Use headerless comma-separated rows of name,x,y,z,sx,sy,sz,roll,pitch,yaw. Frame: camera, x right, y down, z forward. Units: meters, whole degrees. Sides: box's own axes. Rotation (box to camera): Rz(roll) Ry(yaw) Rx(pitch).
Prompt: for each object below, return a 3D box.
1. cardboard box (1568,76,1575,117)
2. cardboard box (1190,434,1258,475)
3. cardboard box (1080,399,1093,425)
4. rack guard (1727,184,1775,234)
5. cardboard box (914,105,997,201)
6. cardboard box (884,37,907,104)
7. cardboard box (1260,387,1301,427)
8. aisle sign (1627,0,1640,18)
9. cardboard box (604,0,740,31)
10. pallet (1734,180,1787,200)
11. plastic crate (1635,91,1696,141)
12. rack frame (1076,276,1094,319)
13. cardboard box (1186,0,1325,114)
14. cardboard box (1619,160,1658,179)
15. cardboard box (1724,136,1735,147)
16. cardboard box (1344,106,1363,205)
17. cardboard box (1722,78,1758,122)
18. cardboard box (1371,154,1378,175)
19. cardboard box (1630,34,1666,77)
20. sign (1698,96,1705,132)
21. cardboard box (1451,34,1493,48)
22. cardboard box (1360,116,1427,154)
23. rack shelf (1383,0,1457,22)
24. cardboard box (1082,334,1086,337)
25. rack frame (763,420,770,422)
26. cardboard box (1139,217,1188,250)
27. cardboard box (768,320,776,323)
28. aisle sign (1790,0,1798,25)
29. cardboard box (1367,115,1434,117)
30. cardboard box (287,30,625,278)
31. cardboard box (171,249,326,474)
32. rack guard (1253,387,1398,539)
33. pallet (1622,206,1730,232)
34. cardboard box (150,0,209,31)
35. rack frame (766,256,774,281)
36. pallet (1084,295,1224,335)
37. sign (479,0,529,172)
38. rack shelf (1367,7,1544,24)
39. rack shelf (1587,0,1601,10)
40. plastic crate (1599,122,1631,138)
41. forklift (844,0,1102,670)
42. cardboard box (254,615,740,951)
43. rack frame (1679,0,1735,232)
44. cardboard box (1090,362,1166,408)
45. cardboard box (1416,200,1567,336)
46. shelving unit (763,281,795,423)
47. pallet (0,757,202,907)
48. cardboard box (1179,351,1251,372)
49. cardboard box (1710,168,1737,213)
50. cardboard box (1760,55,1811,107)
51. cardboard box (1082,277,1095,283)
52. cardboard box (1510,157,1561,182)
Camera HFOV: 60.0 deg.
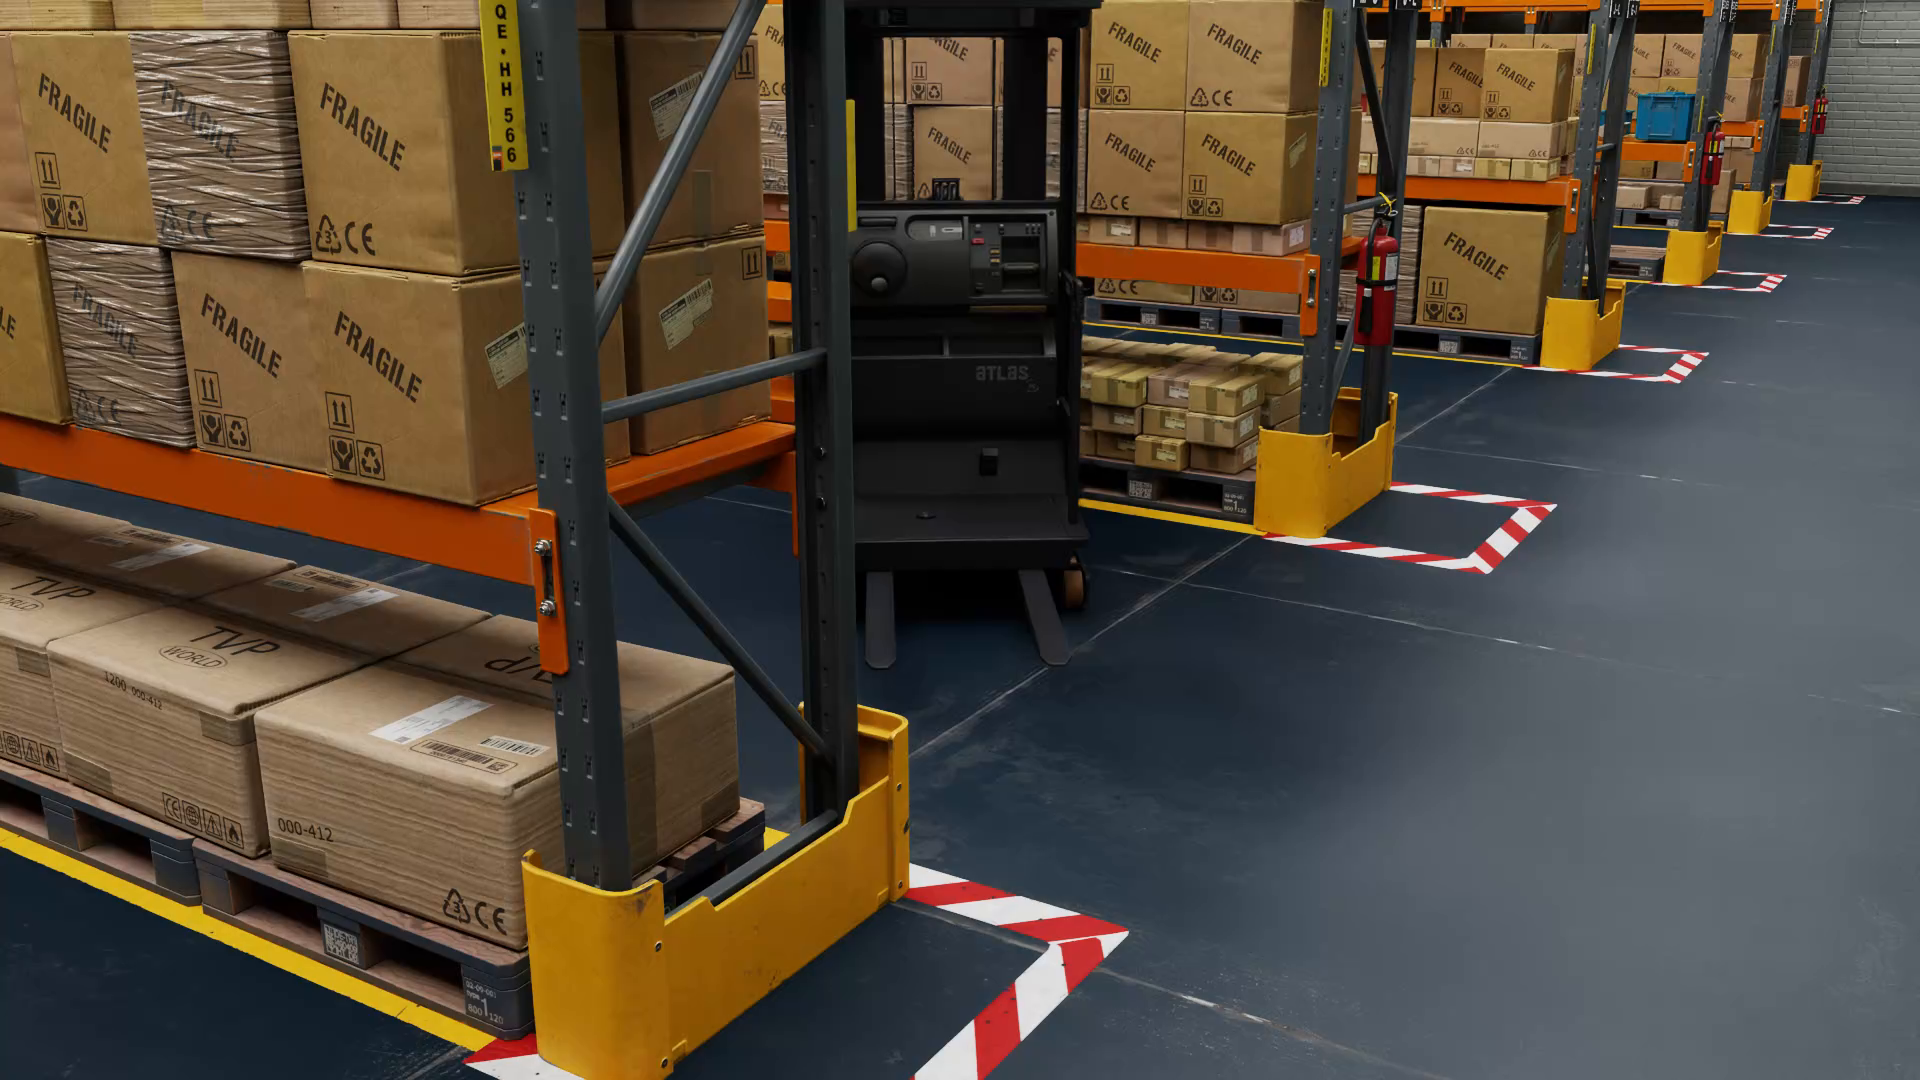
cardboard box,7.531,-5.616,21.036,0.500,0.500,0.500,10,20,30
cardboard box,1.358,-0.458,8.410,0.250,0.149,0.380,11,20,31
cardboard box,0.697,-0.726,8.782,0.250,0.149,0.380,10,19,29
rack guard,9.720,-4.074,20.433,0.348,0.500,1.175,10,20,30
cardboard box,0.105,-2.020,8.686,0.500,0.500,0.500,11,20,33
cardboard box,-0.373,-2.581,8.813,0.500,0.500,0.500,10,20,31
cardboard box,1.603,-0.715,8.744,0.250,0.149,0.380,11,20,32
aisle sign,4.816,-4.113,11.787,0.004,0.787,0.394,10,20,30
cardboard box,-0.747,-1.310,4.025,0.250,0.149,0.380,11,20,31
pallet,11.652,-5.254,24.814,1.213,0.211,1.003,10,20,30
plastic crate,6.806,-4.082,15.996,0.499,0.435,0.616,10,20,30
rack frame,1.189,-3.414,13.959,0.127,3.000,1.000,10,20,30
cardboard box,1.395,-2.269,7.786,0.500,0.500,0.500,10,19,29
cardboard box,10.412,-5.804,25.406,0.500,0.500,0.700,11,20,31
cardboard box,11.302,-5.896,24.592,0.250,0.149,0.380,11,20,32
cardboard box,1.677,-1.919,8.355,0.500,0.500,0.500,11,20,33
cardboard box,9.261,-5.307,20.019,0.500,0.500,0.500,11,20,32
cardboard box,3.250,-2.813,12.413,0.250,0.149,0.380,10,19,29
cardboard box,8.386,-5.939,20.378,0.500,0.500,0.500,11,20,32
sign,6.915,-3.972,15.514,0.005,0.325,0.100,10,20,30
cardboard box,6.631,-6.252,21.409,0.500,0.500,0.500,11,20,31
cardboard box,3.180,-3.039,12.470,0.500,0.250,0.500,9,19,28
rack shelf,4.672,-7.262,22.704,4.000,0.370,1.077,10,20,30
cardboard box,0.515,-1.073,9.412,0.250,0.149,0.380,10,20,31
rack frame,-1.235,-0.997,9.225,0.032,1.125,0.500,10,20,30
cardboard box,1.076,-1.533,8.200,0.250,0.149,0.380,10,20,30
cardboard box,-1.308,-1.219,9.891,0.250,0.149,0.380,11,20,32
aisle sign,9.997,-6.565,19.859,0.004,0.787,0.394,10,20,30
cardboard box,3.457,-3.171,12.905,0.500,0.250,0.500,9,19,28
cardboard box,-1.124,-0.892,3.764,0.500,0.500,0.500,11,20,32
cardboard box,-1.558,-0.487,4.151,0.500,0.500,0.500,10,19,29
rack guard,1.851,-0.408,8.364,0.348,0.500,1.175,10,20,30
pallet,9.040,-4.057,20.873,1.213,0.211,1.003,10,20,30
cardboard box,-1.686,-1.292,3.966,0.250,0.149,0.380,11,20,31
rack frame,-1.493,-2.201,9.966,0.127,3.000,1.000,10,20,30
pallet,1.796,-1.945,13.920,1.213,0.211,1.003,10,20,30
sign,-0.885,-0.886,3.238,0.005,0.325,0.100,10,20,30
rack shelf,7.261,-8.489,26.745,4.000,0.370,1.077,10,20,30
rack shelf,2.893,-4.201,12.626,4.000,0.370,1.077,10,20,30
plastic crate,6.400,-4.014,16.285,0.243,0.136,0.396,10,20,30
forklift,-0.041,-1.196,6.777,1.130,2.935,3.031,-1,17,-3
cardboard box,-1.204,0.598,4.436,0.875,0.438,0.875,9,19,28
rack frame,7.189,-4.032,15.994,0.127,3.000,1.000,10,20,30
cardboard box,0.860,-0.792,8.487,0.250,0.149,0.380,10,19,29
cardboard box,4.010,-2.067,12.459,0.875,0.875,0.875,10,20,30
shelving unit,-0.802,-0.923,8.969,1.048,1.125,0.538,10,20,30
pallet,-2.347,0.695,5.230,1.213,0.211,1.003,10,20,30
cardboard box,1.349,-0.890,8.809,0.250,0.149,0.380,11,20,31
cardboard box,9.193,-4.295,20.402,0.500,0.500,0.500,10,20,30
cardboard box,11.934,-6.704,24.276,0.700,0.700,0.980,11,20,33
cardboard box,0.633,-2.691,14.511,0.875,0.875,1.225,10,20,30
cardboard box,4.121,-2.658,11.902,0.250,0.149,0.380,11,20,31
